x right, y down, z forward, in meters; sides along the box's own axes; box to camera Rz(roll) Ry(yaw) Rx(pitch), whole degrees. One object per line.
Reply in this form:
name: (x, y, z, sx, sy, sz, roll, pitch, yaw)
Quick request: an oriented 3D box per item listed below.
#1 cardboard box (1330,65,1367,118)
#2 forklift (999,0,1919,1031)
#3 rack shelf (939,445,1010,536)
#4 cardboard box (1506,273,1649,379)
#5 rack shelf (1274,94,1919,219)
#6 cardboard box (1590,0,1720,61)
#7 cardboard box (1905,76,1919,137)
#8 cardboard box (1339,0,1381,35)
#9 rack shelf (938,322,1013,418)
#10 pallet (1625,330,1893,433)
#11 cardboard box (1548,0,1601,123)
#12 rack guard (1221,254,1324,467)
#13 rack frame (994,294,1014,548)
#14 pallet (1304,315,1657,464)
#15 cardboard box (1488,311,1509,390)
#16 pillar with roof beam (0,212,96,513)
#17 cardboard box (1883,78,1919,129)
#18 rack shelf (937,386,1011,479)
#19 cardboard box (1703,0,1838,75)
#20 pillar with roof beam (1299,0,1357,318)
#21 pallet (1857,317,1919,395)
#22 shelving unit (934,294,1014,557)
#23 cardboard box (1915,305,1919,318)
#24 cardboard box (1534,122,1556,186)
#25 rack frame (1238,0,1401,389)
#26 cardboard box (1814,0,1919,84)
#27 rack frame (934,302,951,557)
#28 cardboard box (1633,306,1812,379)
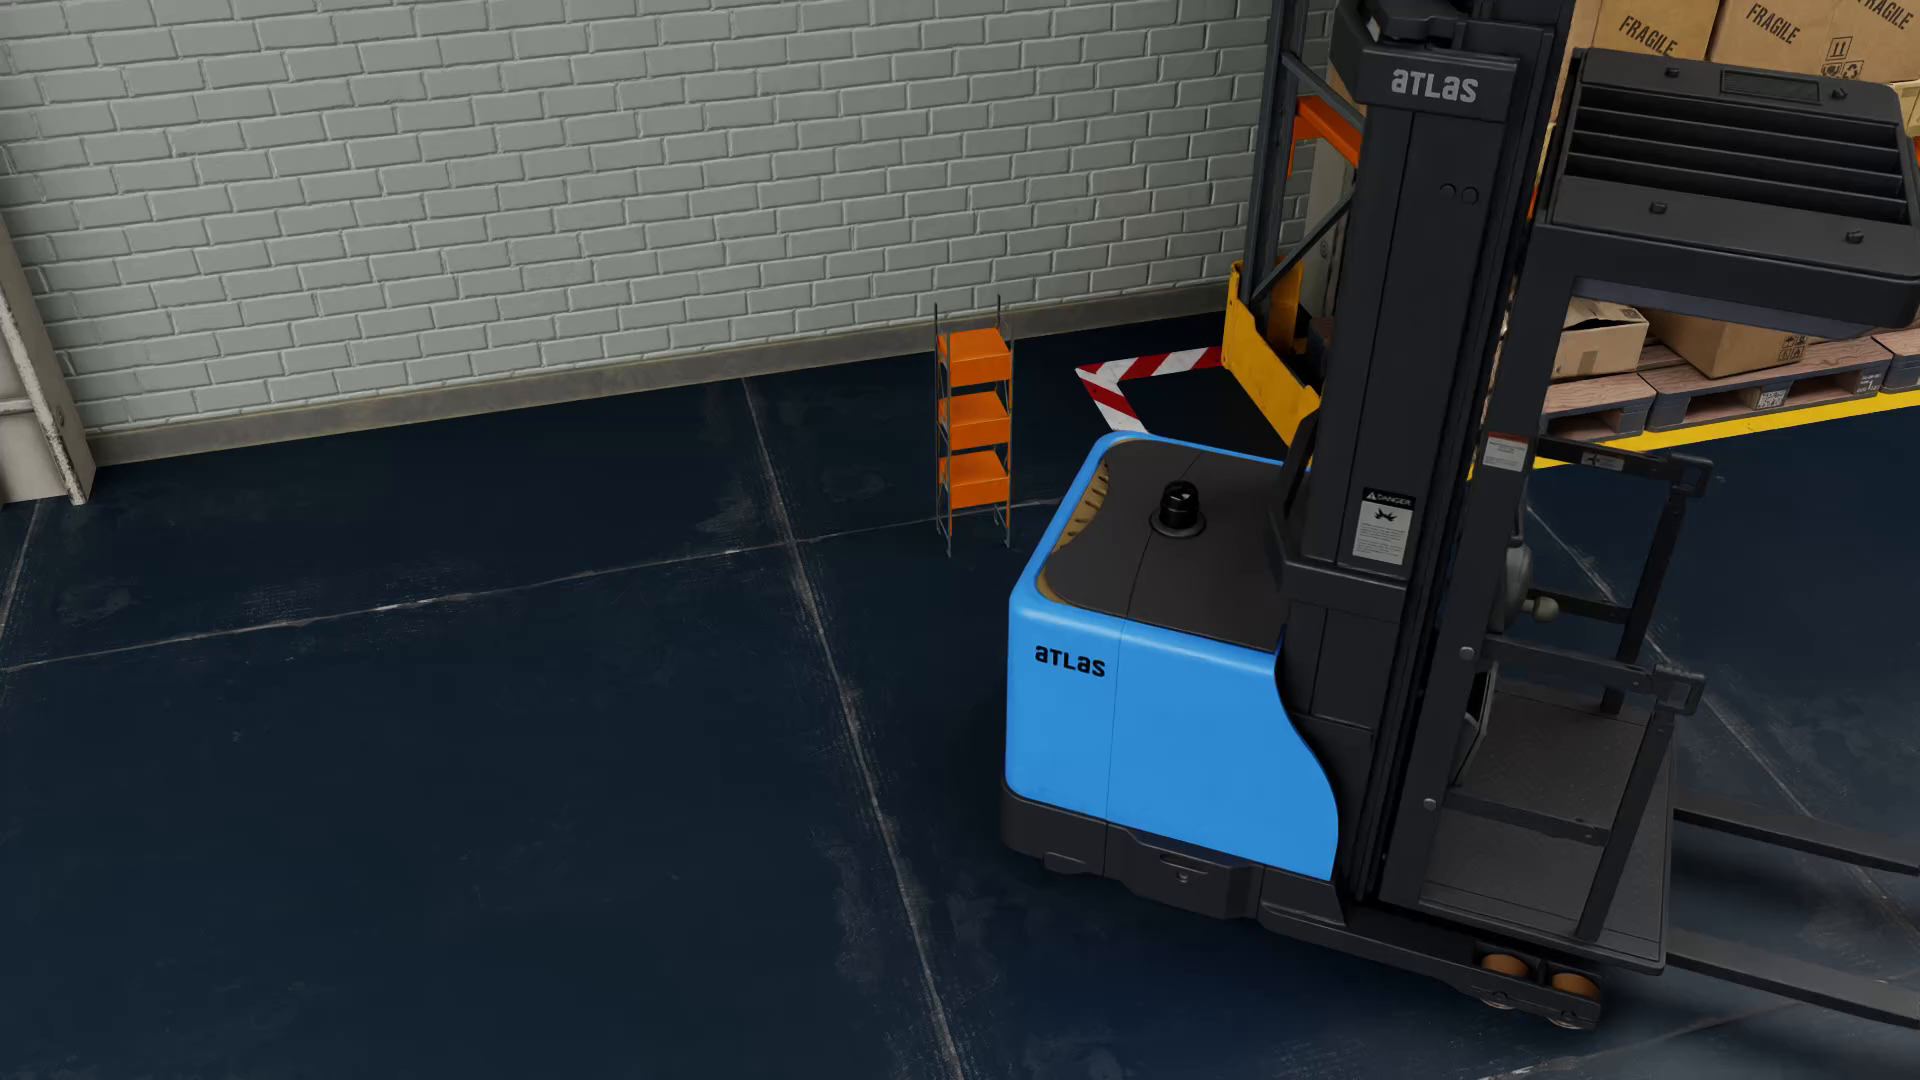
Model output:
cardboard box: (1.862, -1.872, 6.835, 0.500, 0.250, 0.500, -9, 38, -11)
forklift: (1.699, -0.099, 4.467, 3.031, 2.935, 1.130, 13, 39, 16)
rack shelf: (0.052, -0.196, 6.617, 0.240, 0.259, 0.215, -9, 38, -12)
cardboard box: (2.703, -0.990, 7.426, 0.500, 0.311, 0.500, -6, 38, -8)
rack shelf: (3.392, -1.767, 7.183, 4.000, 0.370, 1.077, -9, 38, -12)
cardboard box: (2.480, -1.954, 6.325, 0.500, 0.500, 0.500, -9, 38, -12)
cardboard box: (3.980, -1.902, 6.875, 0.500, 0.250, 0.500, -10, 38, -12)
cardboard box: (1.861, -2.181, 6.622, 0.500, 0.500, 0.500, -10, 38, -12)
rack shelf: (0.052, -0.642, 6.276, 0.240, 0.259, 0.215, -9, 38, -12)
pallet: (3.504, -0.939, 7.804, 1.213, 0.211, 1.003, -9, 38, -12)
cardboard box: (2.001, -1.881, 6.230, 0.500, 0.500, 0.500, -9, 38, -12)
rack guard: (1.535, -0.755, 7.325, 0.348, 0.500, 1.175, -9, 38, -12)
rack frame: (0.169, -0.445, 6.467, 0.008, 1.050, 0.200, -9, 38, -12)
pallet: (2.328, -0.748, 7.554, 1.213, 0.211, 1.003, -9, 38, -12)
cardboard box: (2.153, -0.899, 7.308, 0.500, 0.311, 0.500, -14, 39, -17)
pillar with roof beam: (-2.758, -1.261, 0.992, 0.400, 9.000, 9.100, -9, 38, -12)
cardboard box: (3.495, -1.822, 6.770, 0.500, 0.250, 0.500, -9, 38, -12)
rack shelf: (0.052, -0.417, 6.449, 0.240, 0.259, 0.215, -9, 38, -12)
cardboard box: (2.981, -2.032, 6.427, 0.500, 0.500, 0.500, -11, 39, -13)
pillar with roof beam: (3.034, -2.212, 2.235, 0.400, 9.000, 9.100, -9, 38, -12)
pallet: (4.684, -1.135, 8.060, 1.213, 0.211, 1.003, -9, 38, -12)
shelving unit: (0.052, -0.425, 6.442, 0.252, 1.050, 0.215, -9, 38, -12)
cardboard box: (4.332, -1.363, 7.759, 0.500, 0.500, 0.500, -12, 39, -15)
cardboard box: (2.015, -1.575, 6.447, 0.500, 0.250, 0.500, -10, 39, -13)
rack frame: (1.461, -1.736, 6.550, 0.127, 3.000, 1.000, -9, 38, -12)
cardboard box: (3.476, -2.121, 6.543, 0.500, 0.500, 0.500, -8, 38, -11)
rack frame: (-0.066, -0.406, 6.417, 0.008, 1.050, 0.200, -9, 38, -12)
cardboard box: (3.425, -1.152, 7.482, 0.500, 0.500, 0.700, -12, 39, -15)
